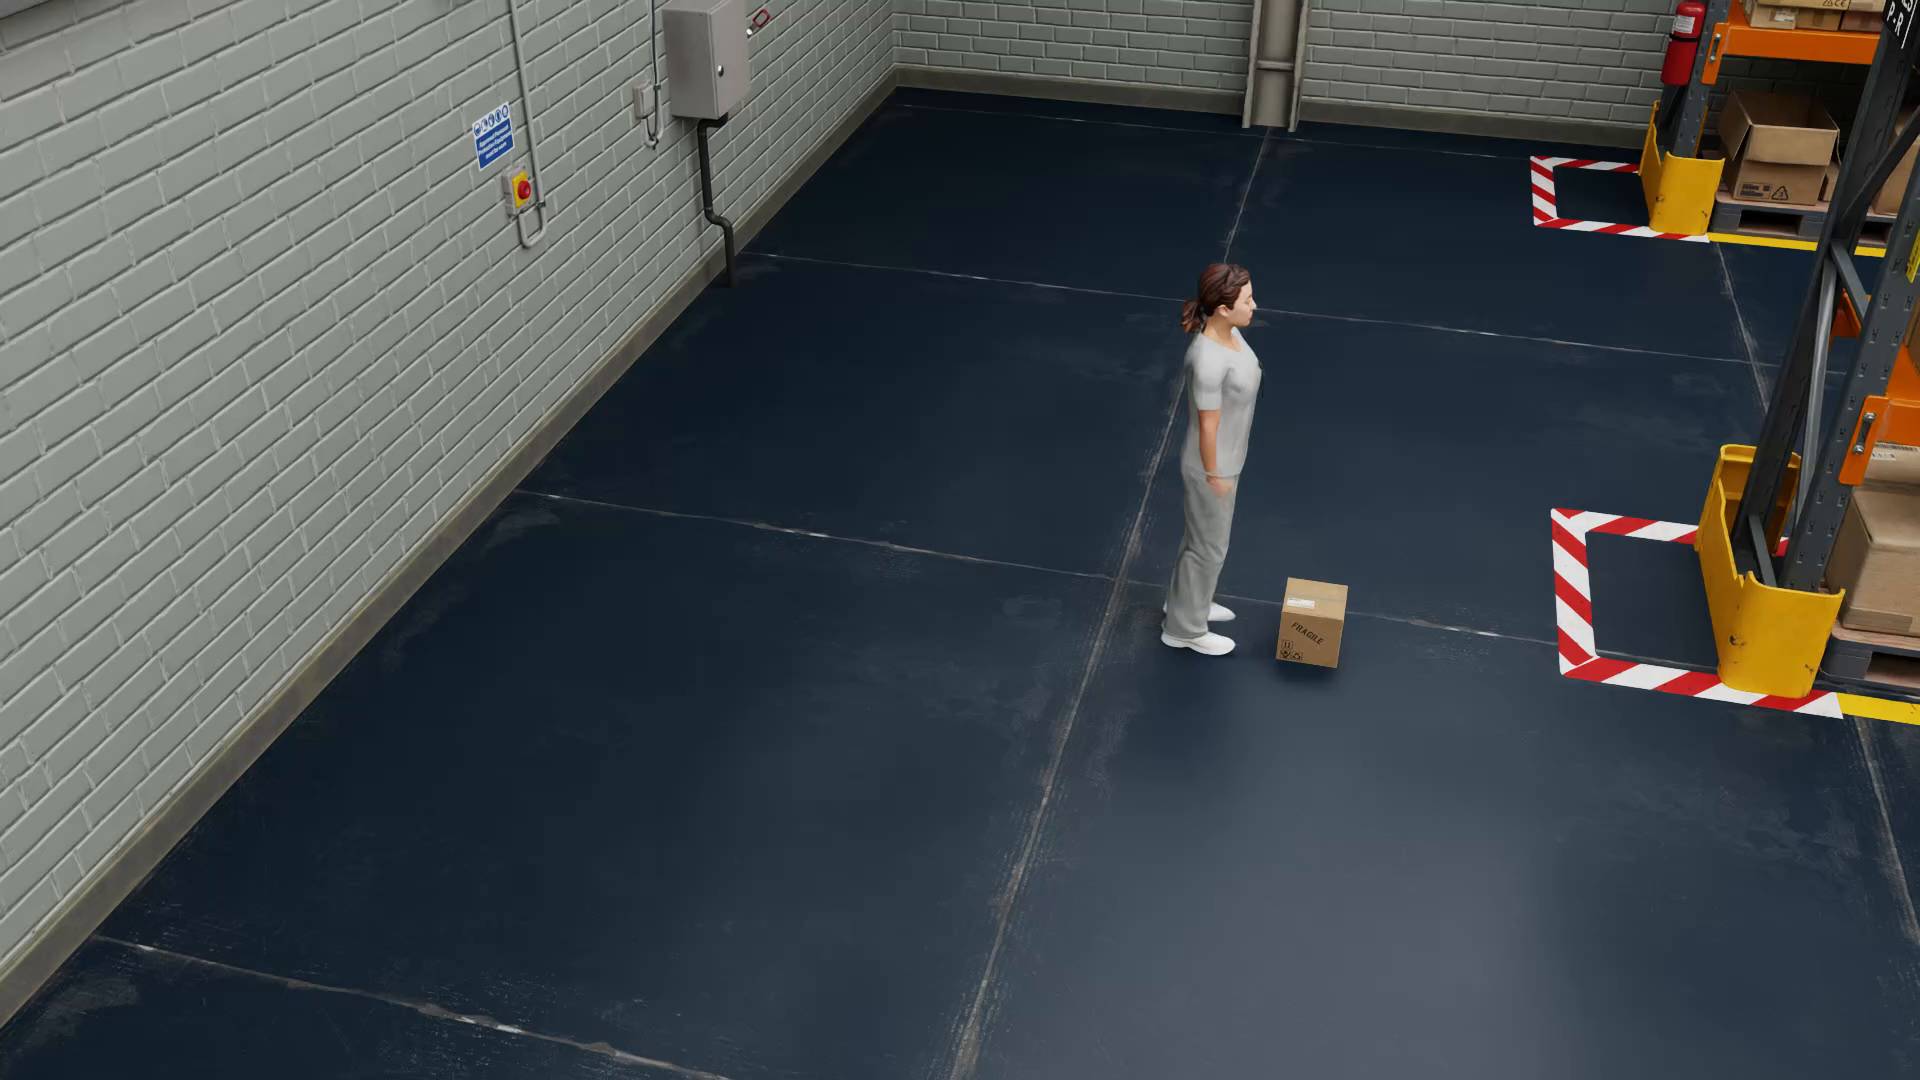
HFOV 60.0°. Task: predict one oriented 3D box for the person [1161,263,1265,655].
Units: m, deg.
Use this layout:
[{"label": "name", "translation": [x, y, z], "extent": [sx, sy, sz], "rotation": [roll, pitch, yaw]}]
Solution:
[{"label": "person", "translation": [1.005, -0.313, 6.649], "extent": [0.364, 1.689, 0.438], "rotation": [9, 34, 14]}]
